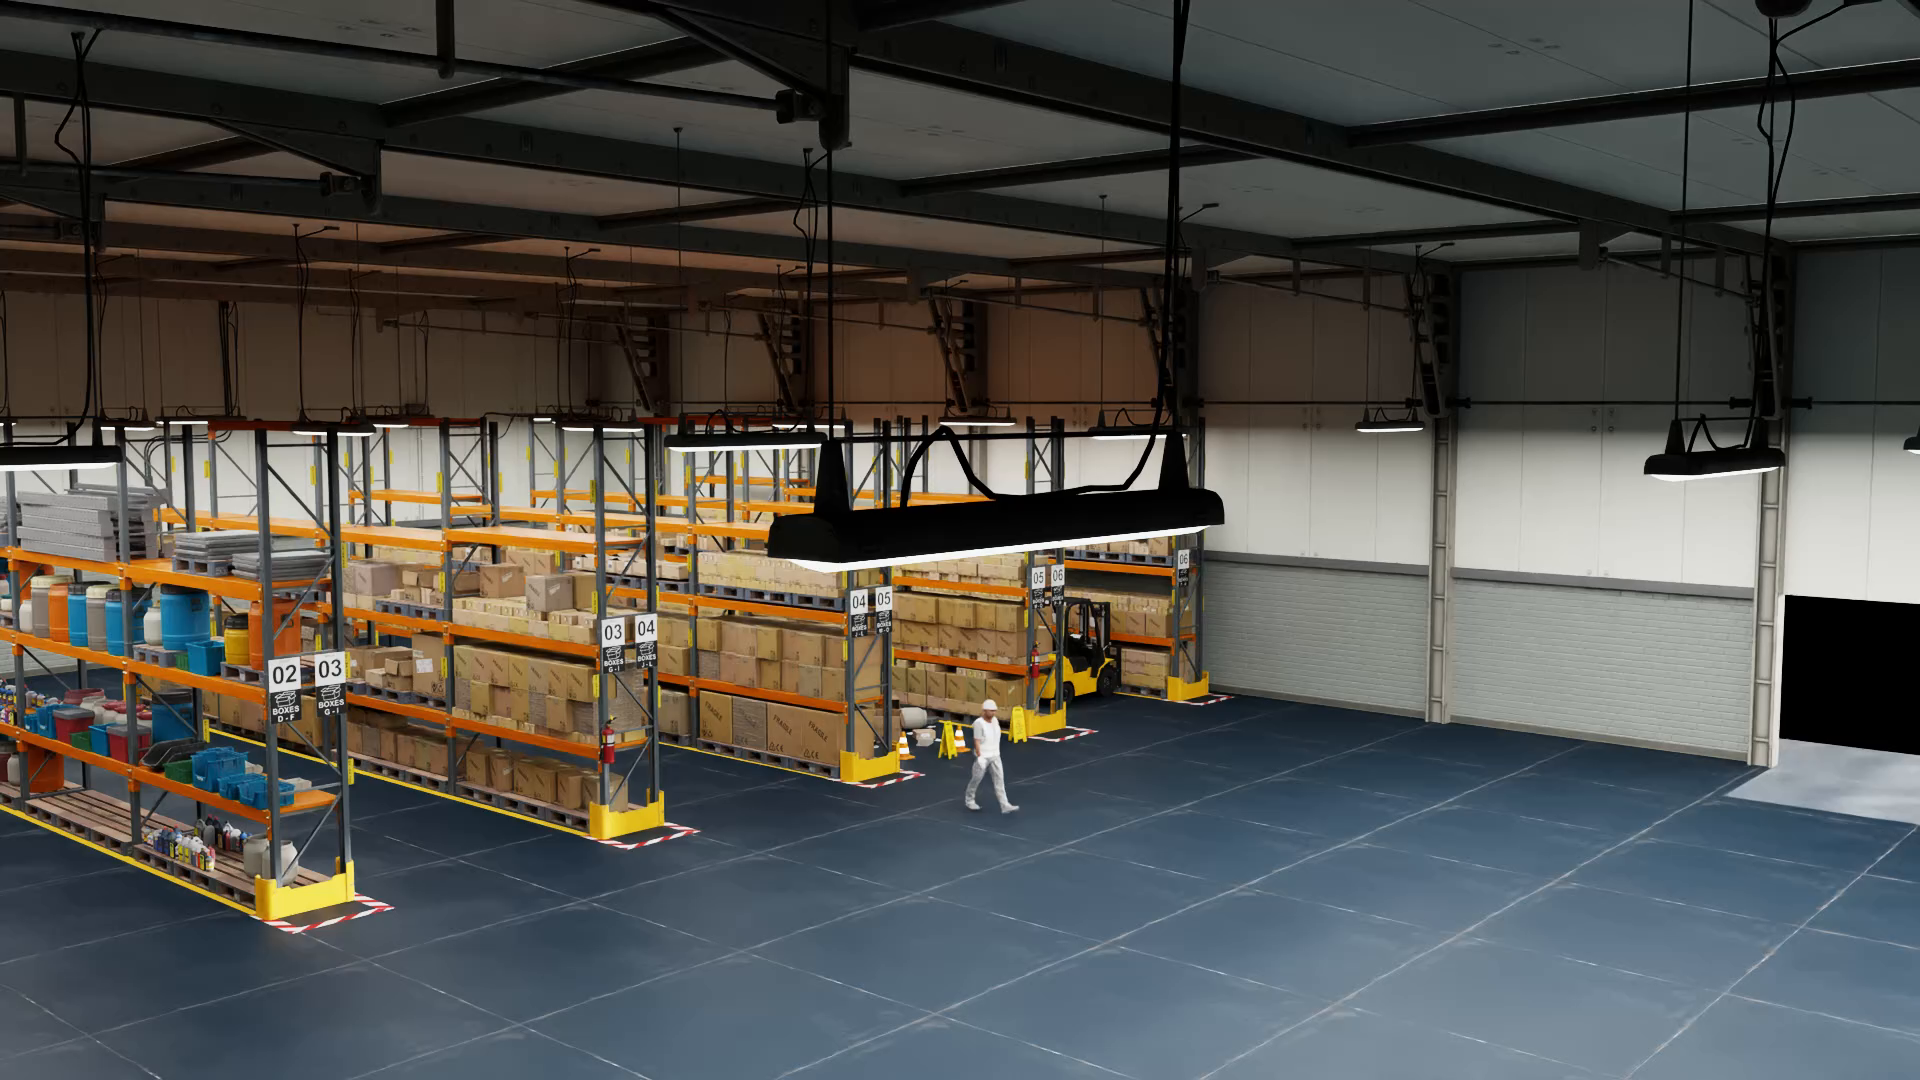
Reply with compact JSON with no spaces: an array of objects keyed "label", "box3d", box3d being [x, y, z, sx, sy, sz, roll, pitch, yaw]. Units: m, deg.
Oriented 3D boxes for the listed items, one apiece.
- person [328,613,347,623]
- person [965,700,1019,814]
[{"label":"person","box3d":[-15.695,2.031,41.950,0.421,1.570,1.076,-1,5,-14]},{"label":"person","box3d":[0.463,3.324,25.524,0.636,1.739,0.974,-5,7,-44]}]
